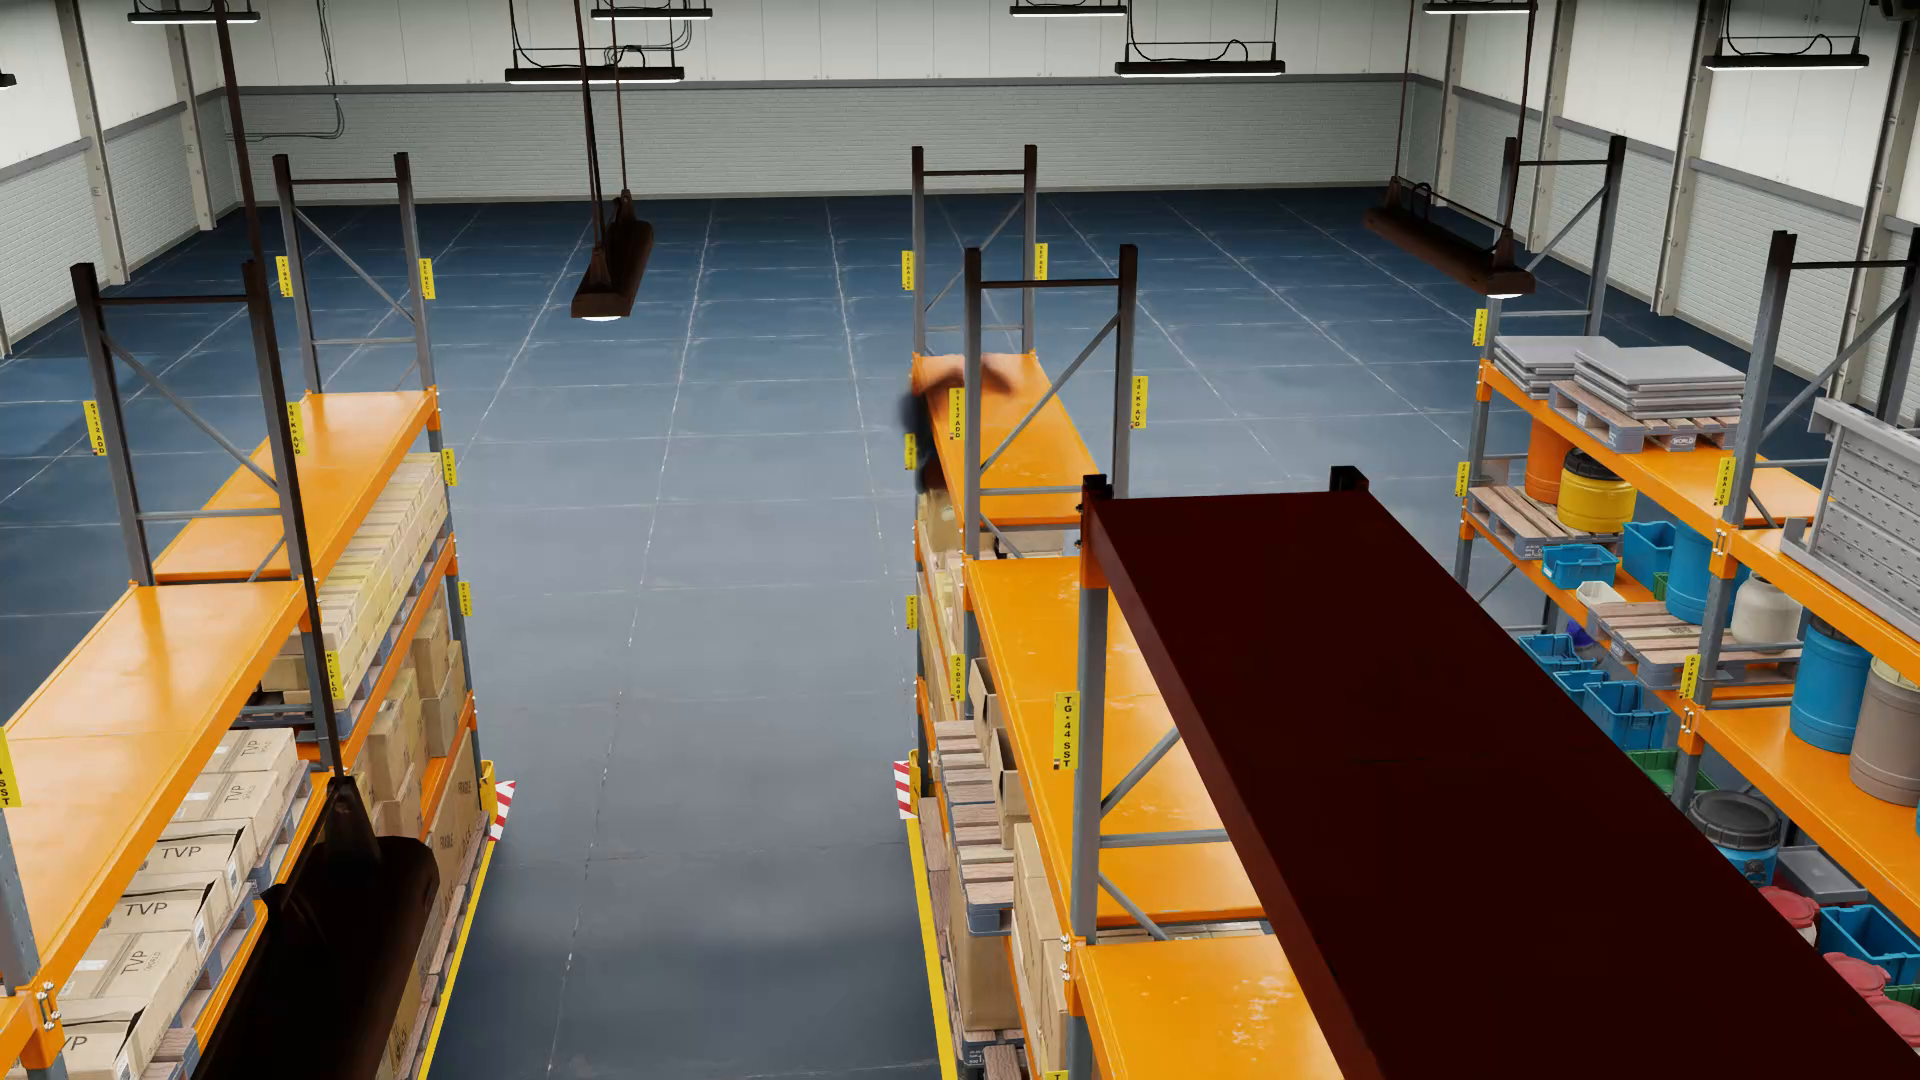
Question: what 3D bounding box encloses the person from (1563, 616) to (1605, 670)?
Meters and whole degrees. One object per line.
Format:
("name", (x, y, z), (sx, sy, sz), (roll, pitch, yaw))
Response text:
("person", (6.175, 1.199, 16.437), (0.602, 1.655, 0.884), (-13, 25, -30))
